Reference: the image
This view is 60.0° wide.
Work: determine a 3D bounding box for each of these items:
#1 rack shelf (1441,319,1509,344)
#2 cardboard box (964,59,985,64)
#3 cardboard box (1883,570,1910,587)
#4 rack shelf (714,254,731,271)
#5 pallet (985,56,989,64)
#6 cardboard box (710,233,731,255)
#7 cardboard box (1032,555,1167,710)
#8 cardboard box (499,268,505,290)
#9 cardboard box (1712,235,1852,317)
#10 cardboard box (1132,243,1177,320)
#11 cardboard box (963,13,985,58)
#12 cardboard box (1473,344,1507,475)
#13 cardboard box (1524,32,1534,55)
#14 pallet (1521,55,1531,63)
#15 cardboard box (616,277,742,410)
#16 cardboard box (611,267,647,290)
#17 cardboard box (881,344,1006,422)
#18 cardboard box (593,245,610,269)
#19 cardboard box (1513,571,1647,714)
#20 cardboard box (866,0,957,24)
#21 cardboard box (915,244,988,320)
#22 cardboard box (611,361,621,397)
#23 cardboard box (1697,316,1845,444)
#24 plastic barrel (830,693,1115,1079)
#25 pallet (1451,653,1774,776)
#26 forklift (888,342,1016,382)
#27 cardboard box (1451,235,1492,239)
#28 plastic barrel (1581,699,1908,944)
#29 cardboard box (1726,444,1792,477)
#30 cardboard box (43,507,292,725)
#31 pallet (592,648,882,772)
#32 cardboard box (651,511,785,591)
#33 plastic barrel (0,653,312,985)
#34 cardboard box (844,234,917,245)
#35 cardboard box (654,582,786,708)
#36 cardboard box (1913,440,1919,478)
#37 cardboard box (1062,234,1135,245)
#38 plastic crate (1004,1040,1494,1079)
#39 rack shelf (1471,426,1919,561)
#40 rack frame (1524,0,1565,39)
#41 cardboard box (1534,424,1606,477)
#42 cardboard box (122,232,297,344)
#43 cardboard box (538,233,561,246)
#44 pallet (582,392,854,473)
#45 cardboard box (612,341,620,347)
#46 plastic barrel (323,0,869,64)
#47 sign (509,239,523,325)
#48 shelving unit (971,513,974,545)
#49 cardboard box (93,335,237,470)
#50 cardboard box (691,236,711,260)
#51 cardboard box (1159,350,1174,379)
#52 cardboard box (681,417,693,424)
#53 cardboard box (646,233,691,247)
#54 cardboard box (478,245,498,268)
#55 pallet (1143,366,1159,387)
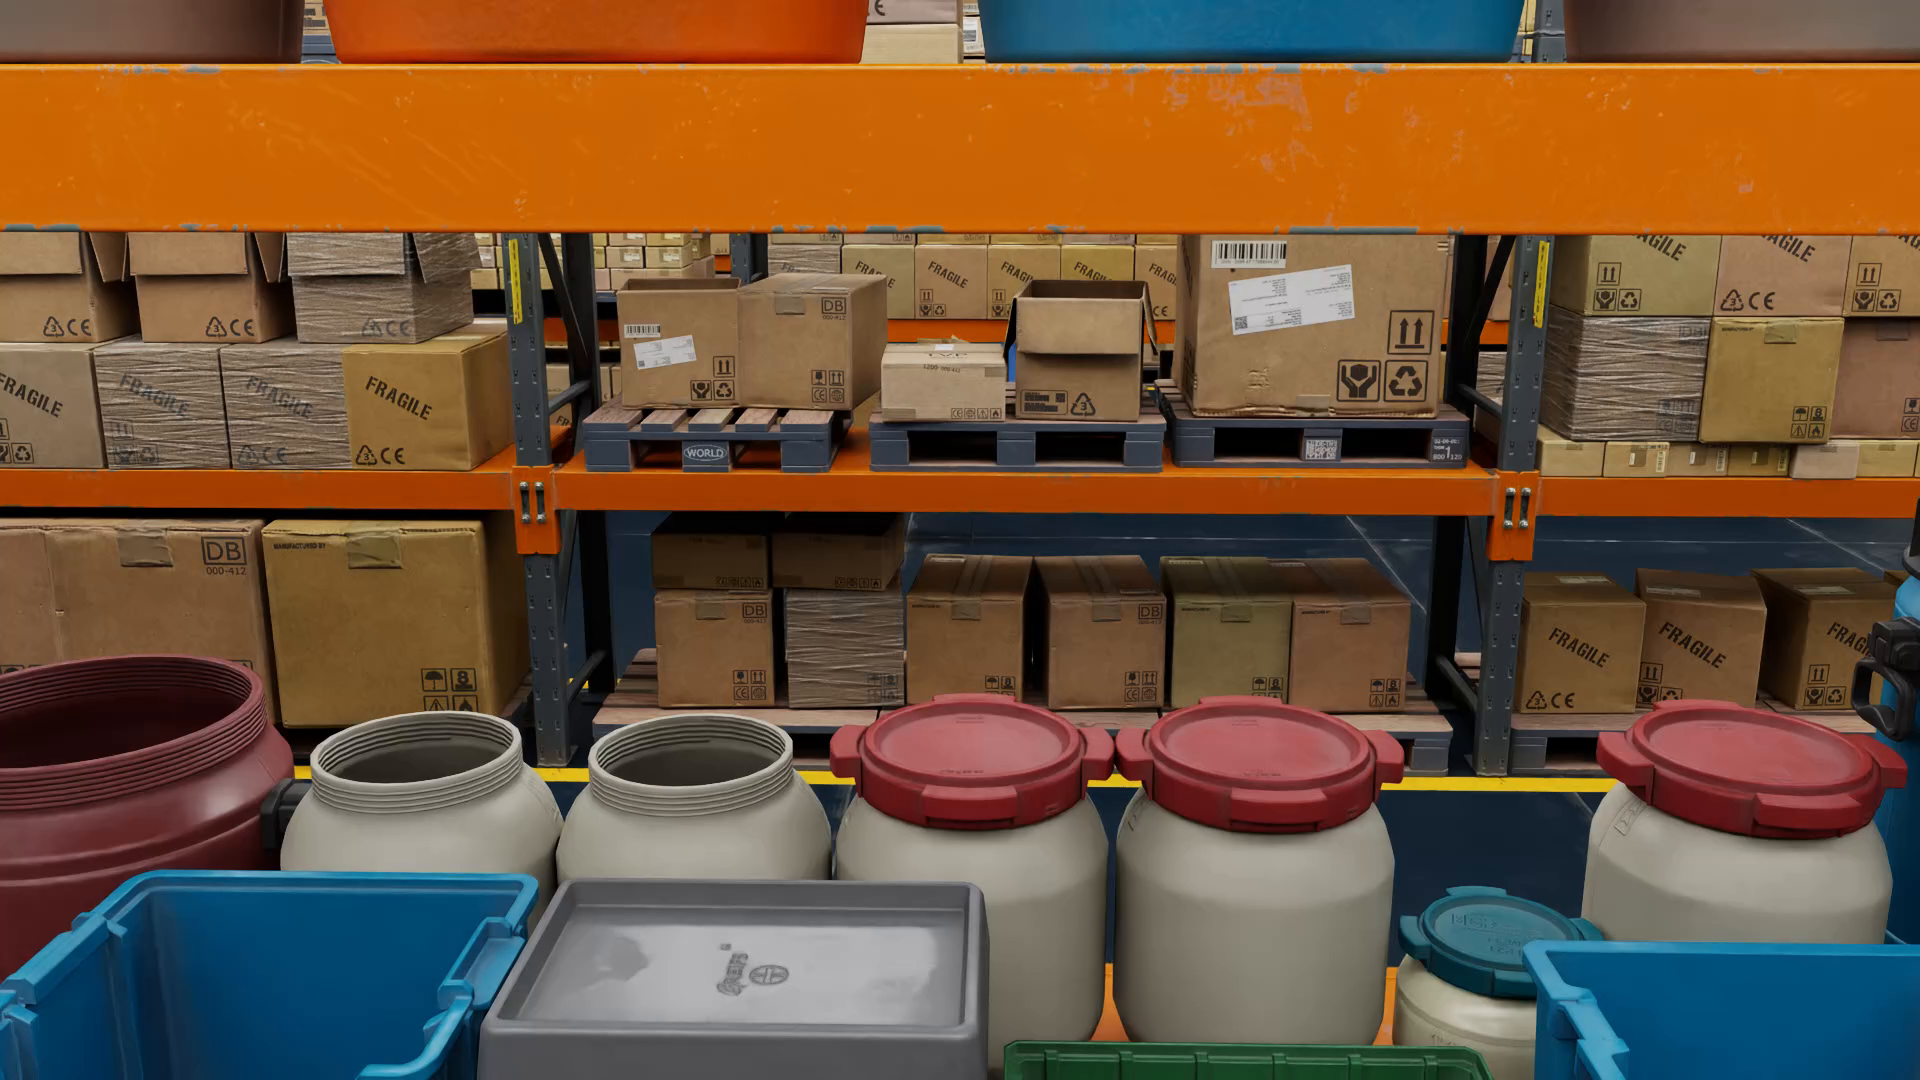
[{"bbox_3d":[4.489,-1.476,11.963,4.000,0.370,1.077,0,15,1],"label":"rack shelf"},{"bbox_3d":[0.041,-4.623,16.401,0.637,0.503,0.797,0,15,1],"label":"cardboard box"},{"bbox_3d":[4.413,0.447,7.343,0.500,0.500,0.500,2,15,7],"label":"cardboard box"},{"bbox_3d":[-3.483,-2.791,16.948,4.000,0.370,1.077,0,15,1],"label":"rack shelf"},{"bbox_3d":[0.610,-1.969,6.911,1.003,0.211,1.213,0,15,1],"label":"pallet"},{"bbox_3d":[-2.507,-2.989,16.585,0.500,0.250,0.500,1,15,2],"label":"cardboard box"},{"bbox_3d":[0.613,0.403,7.471,0.500,0.500,0.700,-1,15,-3],"label":"cardboard box"},{"bbox_3d":[-3.038,-1.838,11.595,0.250,0.149,0.380,0,15,-1],"label":"cardboard box"},{"bbox_3d":[3.205,-1.177,6.683,0.500,0.500,0.500,0,15,1],"label":"cardboard box"},{"bbox_3d":[1.456,-1.823,11.675,0.500,0.500,0.500,0,15,1],"label":"cardboard box"},{"bbox_3d":[0.223,-3.454,11.327,0.500,0.311,0.500,0,15,0],"label":"cardboard box"},{"bbox_3d":[4.017,-0.985,12.037,0.875,0.875,0.875,0,15,2],"label":"cardboard box"},{"bbox_3d":[3.862,-3.322,11.143,0.250,0.149,0.380,0,15,1],"label":"cardboard box"},{"bbox_3d":[3.307,-3.236,11.519,1.213,0.211,1.003,0,15,1],"label":"pallet"},{"bbox_3d":[-1.196,-0.856,7.187,0.500,0.500,0.500,-1,15,-5],"label":"cardboard box"},{"bbox_3d":[-2.263,-1.832,11.574,0.250,0.149,0.380,0,15,1],"label":"cardboard box"},{"bbox_3d":[-0.068,-0.659,6.930,0.500,0.250,0.500,0,15,0],"label":"cardboard box"},{"bbox_3d":[-2.545,-1.977,11.541,0.250,0.149,0.380,1,15,3],"label":"cardboard box"},{"bbox_3d":[2.660,0.446,7.346,0.500,0.500,0.500,0,15,0],"label":"cardboard box"},{"bbox_3d":[-0.264,-2.264,6.487,0.500,0.500,0.500,0,15,0],"label":"cardboard box"},{"bbox_3d":[-0.055,-1.833,11.712,0.500,0.500,0.500,0,15,1],"label":"cardboard box"},{"bbox_3d":[-2.200,-1.157,11.953,0.500,0.250,0.500,0,15,0],"label":"cardboard box"},{"bbox_3d":[3.209,-0.734,6.961,0.500,0.500,0.875,0,15,1],"label":"cardboard box"},{"bbox_3d":[0.018,0.555,2.589,0.433,0.535,0.433,0,15,0],"label":"plastic barrel"},{"bbox_3d":[2.934,0.771,7.502,1.213,0.211,1.003,0,15,1],"label":"pallet"},{"bbox_3d":[0.220,-2.587,14.899,1.130,2.935,3.031,4,15,15],"label":"forklift"},{"bbox_3d":[3.410,-2.446,11.821,0.550,0.550,0.875,0,15,1],"label":"cardboard box"},{"bbox_3d":[1.184,0.563,2.560,0.433,0.535,0.433,0,15,0],"label":"plastic barrel"},{"bbox_3d":[3.219,-0.374,6.870,0.250,0.149,0.380,0,15,1],"label":"cardboard box"},{"bbox_3d":[-3.317,0.208,7.512,0.875,0.875,1.225,0,15,2],"label":"cardboard box"},{"bbox_3d":[-0.956,0.755,7.563,1.213,0.211,1.003,0,15,1],"label":"pallet"},{"bbox_3d":[-1.067,0.032,7.407,0.500,0.250,0.500,1,15,4],"label":"cardboard box"},{"bbox_3d":[-1.392,0.525,2.704,0.708,0.536,0.600,0,15,1],"label":"plastic barrel"},{"bbox_3d":[-0.555,-2.386,11.848,0.500,0.500,0.700,0,15,1],"label":"cardboard box"},{"bbox_3d":[-1.067,0.397,7.493,0.500,0.500,0.700,0,15,-2],"label":"cardboard box"},{"bbox_3d":[3.969,-0.366,6.841,0.250,0.149,0.380,0,15,1],"label":"cardboard box"},{"bbox_3d":[0.973,-2.376,11.811,0.500,0.500,0.700,0,15,2],"label":"cardboard box"},{"bbox_3d":[0.387,0.854,2.139,0.662,0.188,0.450,0,15,1],"label":"plastic crate"},{"bbox_3d":[4.261,-0.211,7.172,4.000,0.370,1.077,0,15,1],"label":"rack shelf"},{"bbox_3d":[2.262,-3.473,6.364,0.127,3.000,1.000,0,15,1],"label":"rack frame"},{"bbox_3d":[2.469,-0.373,6.865,0.250,0.149,0.380,0,15,1],"label":"cardboard box"},{"bbox_3d":[-3.119,-1.146,7.140,0.637,0.503,0.797,1,15,3],"label":"cardboard box"},{"bbox_3d":[-2.791,-2.123,11.509,0.250,0.149,0.380,1,15,3],"label":"cardboard box"},{"bbox_3d":[-1.022,-0.528,7.338,1.003,0.211,1.213,0,15,1],"label":"pallet"},{"bbox_3d":[-3.064,-2.334,17.148,0.875,0.875,0.875,1,15,2],"label":"cardboard box"},{"bbox_3d":[-0.394,-0.928,1.757,0.708,0.830,0.600,0,15,1],"label":"plastic barrel"},{"bbox_3d":[-1.748,-1.017,6.544,0.005,0.325,0.100,0,15,1],"label":"sign"},{"bbox_3d":[-0.165,-0.581,10.691,0.503,1.200,0.258,0,15,1],"label":"shelving unit"},{"bbox_3d":[-3.254,-0.594,7.016,0.500,0.500,0.500,0,15,0],"label":"cardboard box"},{"bbox_3d":[-1.987,-2.142,12.166,0.250,0.149,0.380,1,15,4],"label":"cardboard box"},{"bbox_3d":[1.866,-0.933,12.083,0.750,0.750,1.050,0,15,1],"label":"cardboard box"},{"bbox_3d":[-2.174,-0.795,12.049,0.500,0.500,0.500,0,15,1],"label":"cardboard box"},{"bbox_3d":[-2.011,-2.118,11.491,0.250,0.149,0.380,0,15,-1],"label":"cardboard box"},{"bbox_3d":[-3.305,-1.983,11.562,0.250,0.149,0.380,1,15,3],"label":"cardboard box"},{"bbox_3d":[1.736,-1.756,17.082,1.213,0.211,1.003,0,15,1],"label":"pallet"}]
